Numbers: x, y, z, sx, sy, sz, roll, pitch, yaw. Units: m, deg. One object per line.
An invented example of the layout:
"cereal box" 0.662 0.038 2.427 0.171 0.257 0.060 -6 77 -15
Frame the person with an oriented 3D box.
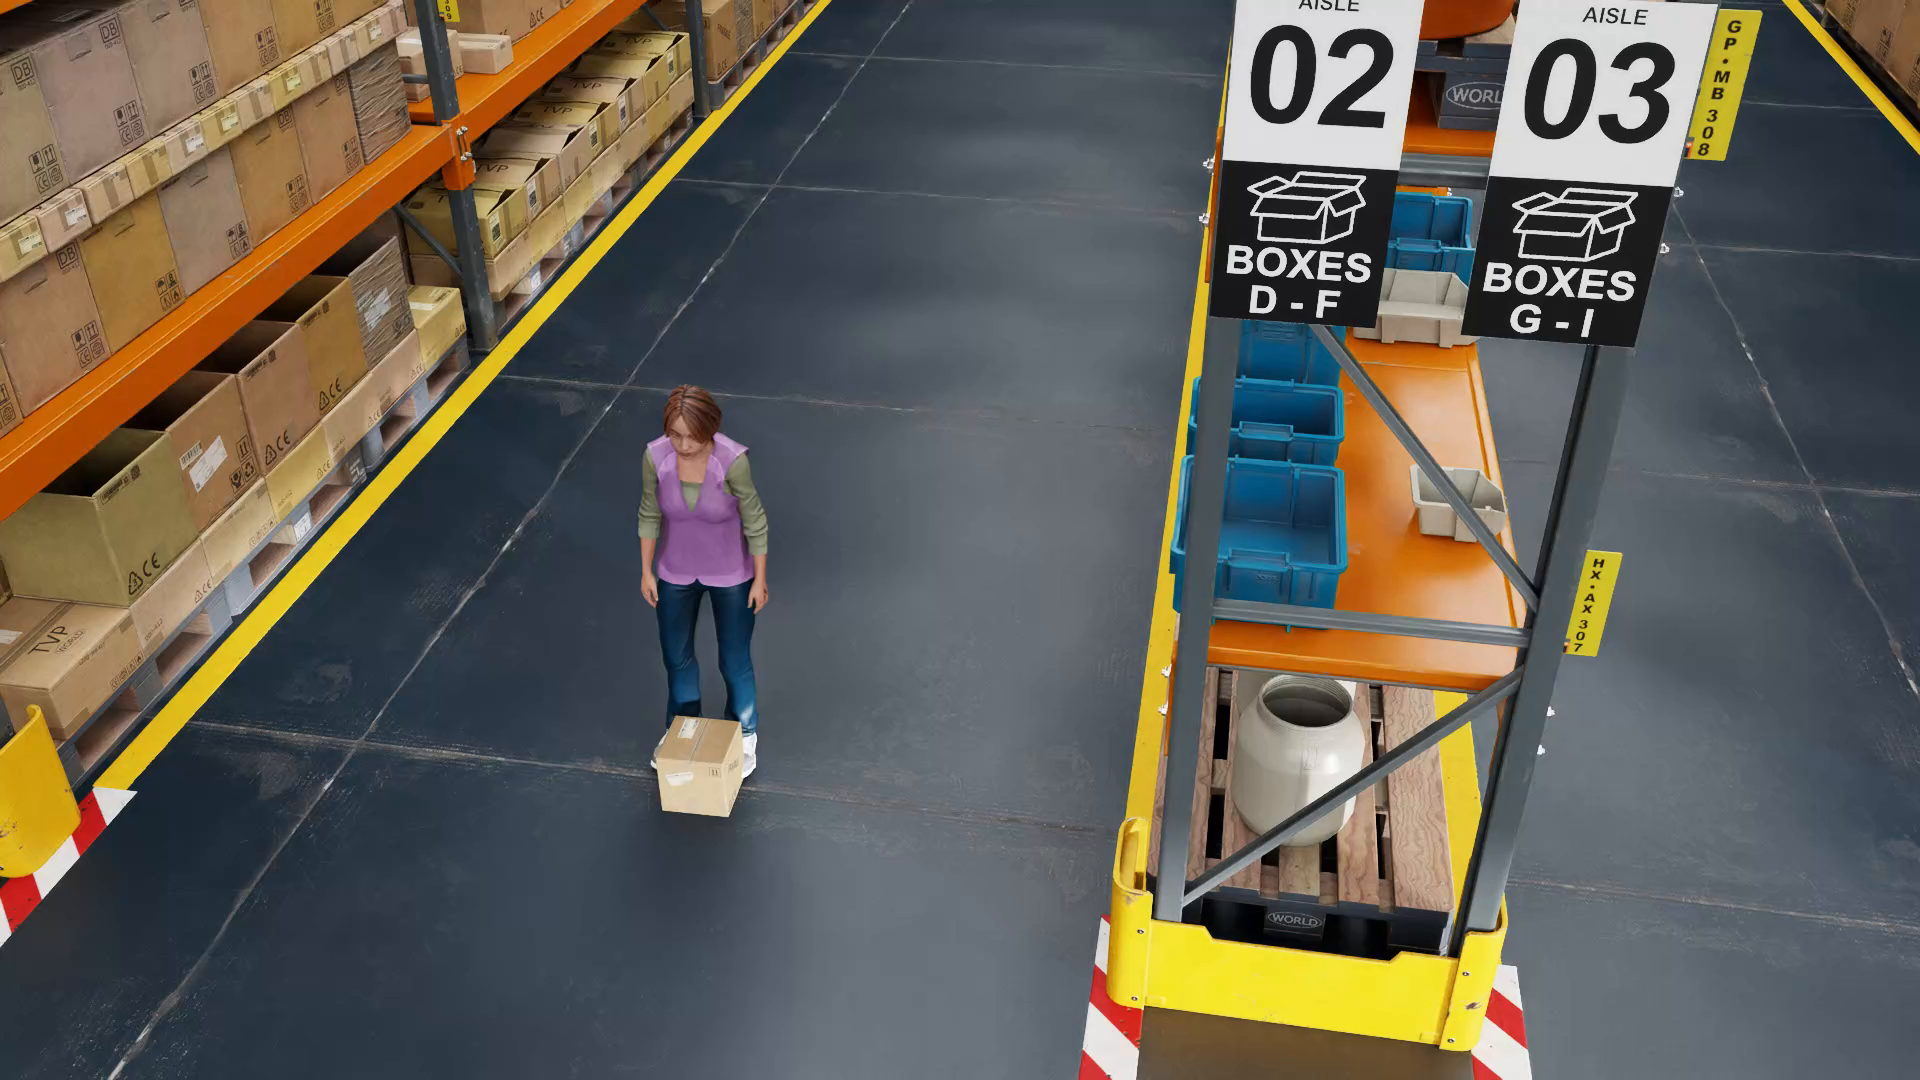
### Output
"person" -0.915 0.138 5.935 0.483 1.592 0.348 3 33 5
